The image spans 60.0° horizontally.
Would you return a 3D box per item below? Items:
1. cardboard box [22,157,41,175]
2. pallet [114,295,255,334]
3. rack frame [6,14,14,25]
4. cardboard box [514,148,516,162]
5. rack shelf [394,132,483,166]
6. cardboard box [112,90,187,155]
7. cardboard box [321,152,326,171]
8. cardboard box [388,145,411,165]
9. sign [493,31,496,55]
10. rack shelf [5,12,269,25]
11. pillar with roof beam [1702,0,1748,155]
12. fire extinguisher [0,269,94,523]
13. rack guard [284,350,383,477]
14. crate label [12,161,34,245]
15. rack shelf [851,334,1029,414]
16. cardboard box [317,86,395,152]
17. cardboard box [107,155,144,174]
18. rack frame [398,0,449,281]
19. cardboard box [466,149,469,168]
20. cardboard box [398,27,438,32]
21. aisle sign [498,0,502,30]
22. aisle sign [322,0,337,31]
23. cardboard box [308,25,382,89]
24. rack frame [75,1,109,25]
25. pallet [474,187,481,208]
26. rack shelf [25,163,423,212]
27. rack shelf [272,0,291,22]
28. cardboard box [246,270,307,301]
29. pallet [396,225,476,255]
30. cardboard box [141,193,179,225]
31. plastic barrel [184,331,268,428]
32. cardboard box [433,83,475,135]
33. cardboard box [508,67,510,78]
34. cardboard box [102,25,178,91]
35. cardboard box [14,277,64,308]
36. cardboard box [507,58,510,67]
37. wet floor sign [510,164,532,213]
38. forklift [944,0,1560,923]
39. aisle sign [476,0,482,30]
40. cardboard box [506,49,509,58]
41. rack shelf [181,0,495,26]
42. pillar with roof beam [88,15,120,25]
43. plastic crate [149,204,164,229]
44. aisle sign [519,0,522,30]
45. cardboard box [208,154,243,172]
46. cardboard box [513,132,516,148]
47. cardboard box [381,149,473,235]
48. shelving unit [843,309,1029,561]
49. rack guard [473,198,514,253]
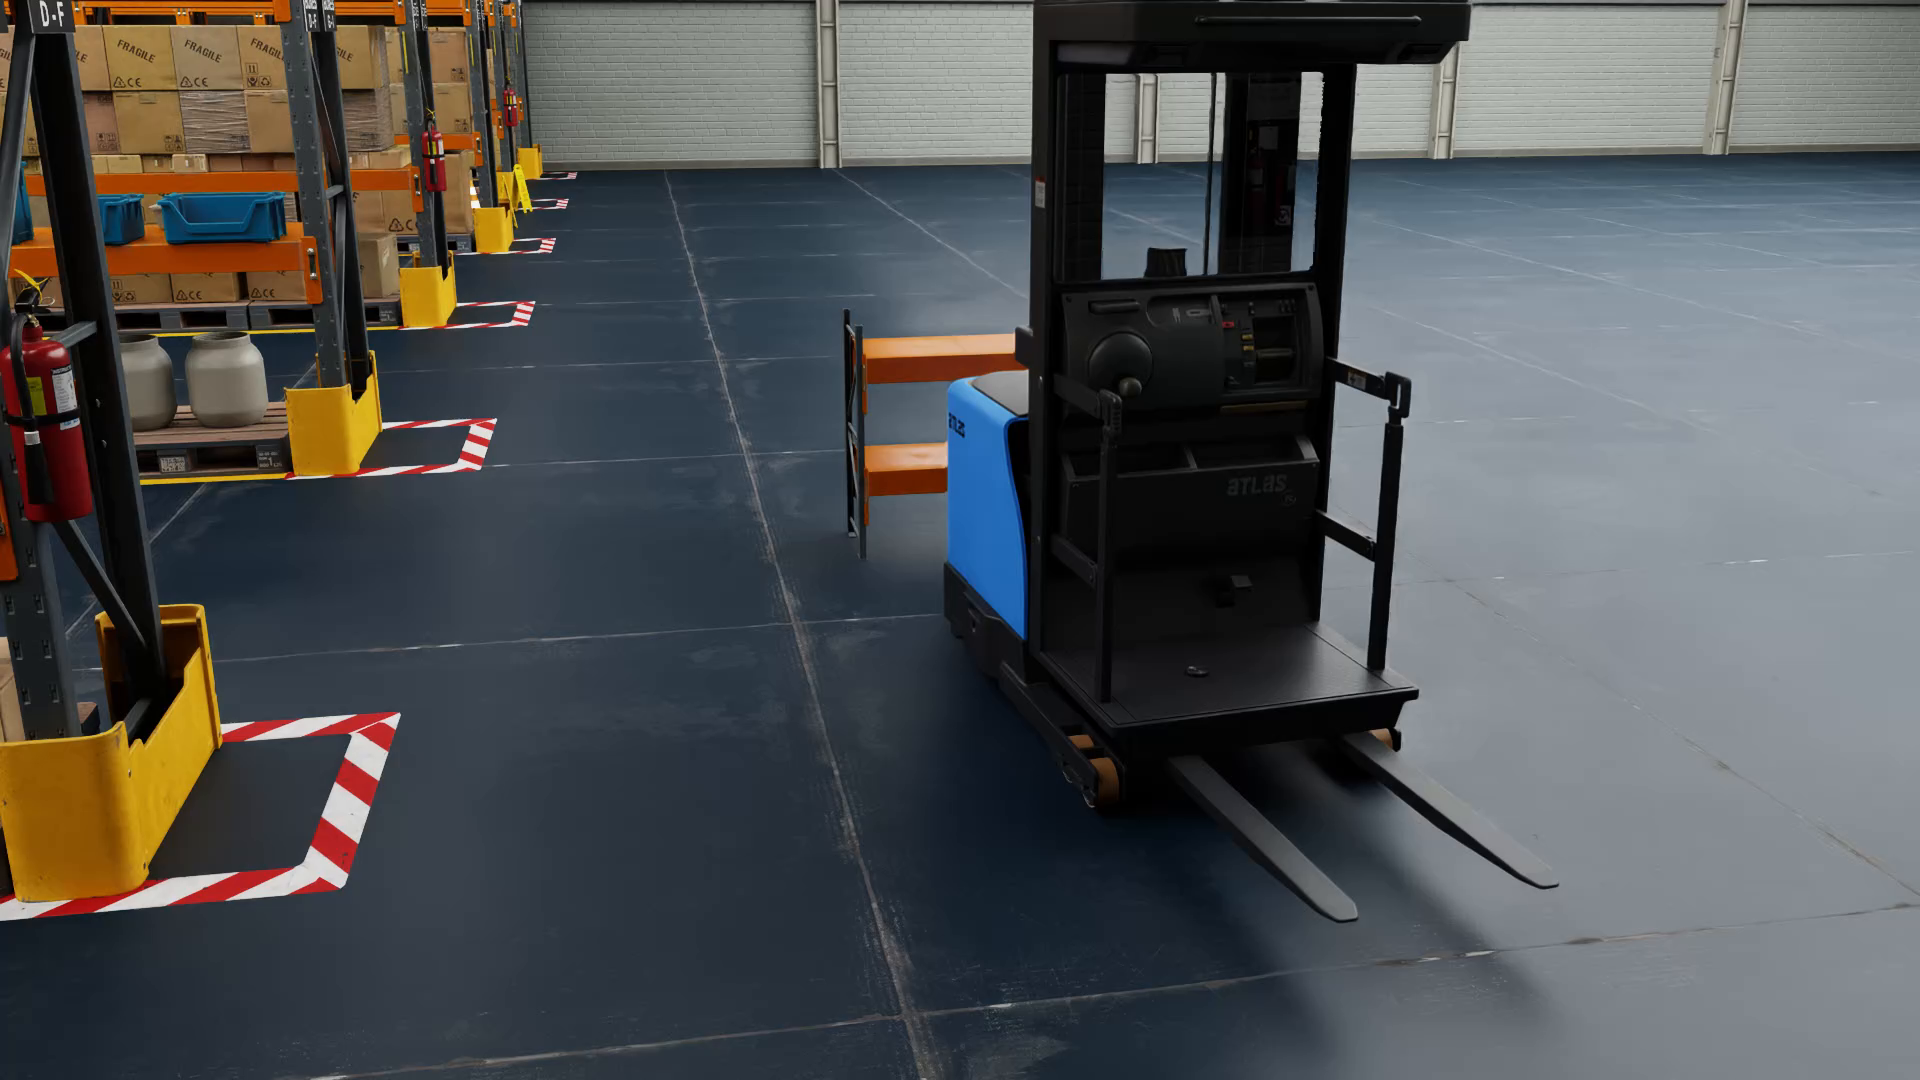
[{"bbox_3d":[-7.514,-3.044,13.460,0.250,0.149,0.380,-3,17,-10],"label":"cardboard box"},{"bbox_3d":[-6.661,-1.973,14.297,1.213,0.211,1.003,-3,17,-10],"label":"pallet"},{"bbox_3d":[-15.266,-7.254,26.742,0.127,3.000,1.000,-3,17,-10],"label":"rack frame"},{"bbox_3d":[-7.931,-6.615,28.629,0.500,0.250,0.500,-3,17,-10],"label":"cardboard box"},{"bbox_3d":[-7.392,-4.393,18.650,4.000,0.370,1.077,-3,17,-10],"label":"rack shelf"},{"bbox_3d":[-6.592,-3.477,13.768,0.500,0.500,0.875,-3,17,-10],"label":"cardboard box"},{"bbox_3d":[-5.308,-3.175,13.887,0.250,0.149,0.380,-3,17,-10],"label":"cardboard box"},{"bbox_3d":[-4.911,-3.345,14.443,0.250,0.149,0.380,-3,17,-10],"label":"cardboard box"},{"bbox_3d":[-6.381,-6.813,22.794,0.005,0.325,0.100,-3,17,-10],"label":"sign"},{"bbox_3d":[-13.303,-8.456,26.770,4.000,0.370,1.077,-3,17,-10],"label":"rack shelf"},{"bbox_3d":[16.115,-10.885,28.343,0.400,9.000,9.100,-3,17,-10],"label":"pillar with roof beam"},{"bbox_3d":[-2.507,-0.392,4.532,0.183,0.674,0.296,-3,17,-10],"label":"fire extinguisher"},{"bbox_3d":[-3.712,-0.772,9.894,0.348,0.500,1.175,-3,17,-10],"label":"rack guard"},{"bbox_3d":[-5.403,-1.821,8.992,0.616,0.435,0.502,-3,17,-10],"label":"crate label"},{"bbox_3d":[-0.007,-0.817,7.980,1.000,0.278,0.538,-3,17,-10],"label":"rack shelf"},{"bbox_3d":[-5.132,-3.580,14.101,0.500,0.500,0.875,-3,17,-10],"label":"cardboard box"},{"bbox_3d":[-6.775,-3.082,13.586,0.250,0.149,0.380,-3,17,-10],"label":"cardboard box"},{"bbox_3d":[-4.586,-3.412,14.234,0.127,3.000,1.000,-3,17,-10],"label":"rack frame"},{"bbox_3d":[-7.203,-5.394,23.377,0.500,0.500,0.500,-3,17,-10],"label":"cardboard box"},{"bbox_3d":[-7.425,-6.820,22.947,0.500,0.500,0.700,-3,17,-10],"label":"cardboard box"},{"bbox_3d":[-6.350,-7.432,22.892,0.004,0.787,0.394,-3,17,-10],"label":"aisle sign"},{"bbox_3d":[-3.632,-3.316,9.491,0.004,0.787,0.394,-3,17,-10],"label":"aisle sign"},{"bbox_3d":[-5.079,-3.979,13.697,0.500,0.500,0.500,-3,17,-10],"label":"cardboard box"},{"bbox_3d":[-9.355,-4.625,18.182,0.127,3.000,1.000,-3,17,-10],"label":"rack frame"},{"bbox_3d":[-7.345,-4.897,23.816,1.213,0.211,1.003,-3,17,-10],"label":"pallet"},{"bbox_3d":[-6.550,-2.957,13.977,4.000,0.370,1.077,-3,17,-10],"label":"rack shelf"},{"bbox_3d":[-5.610,-2.963,8.887,4.000,0.370,1.077,-3,17,-10],"label":"rack shelf"},{"bbox_3d":[-5.783,-2.345,14.301,0.500,0.500,0.500,1,17,4],"label":"cardboard box"},{"bbox_3d":[-6.198,-3.448,19.098,1.213,0.211,1.003,-3,17,-10],"label":"pallet"},{"bbox_3d":[-8.725,-3.825,18.481,0.875,0.875,0.875,-3,17,-10],"label":"cardboard box"},{"bbox_3d":[-4.278,-0.937,9.697,0.421,0.512,0.421,0,17,0],"label":"plastic barrel"},{"bbox_3d":[-5.784,-4.886,18.775,0.550,0.550,0.875,-3,17,-10],"label":"cardboard box"},{"bbox_3d":[-7.951,-7.800,28.349,0.500,0.500,0.500,-3,17,-9],"label":"cardboard box"},{"bbox_3d":[-6.553,-3.896,13.429,0.500,0.500,0.500,-3,17,-10],"label":"cardboard box"},{"bbox_3d":[-7.552,-2.240,13.960,0.500,0.500,0.500,2,17,7],"label":"cardboard box"},{"bbox_3d":[-7.794,-8.114,28.265,0.250,0.149,0.380,-4,17,-12],"label":"cardboard box"},{"bbox_3d":[-6.077,-4.846,22.911,0.232,0.644,0.267,3,17,9],"label":"wet floor sign"},{"bbox_3d":[0.851,-0.660,5.389,1.130,2.935,3.031,-5,18,-16],"label":"forklift"},{"bbox_3d":[-5.302,-6.008,18.257,0.004,0.787,0.394,-3,17,-10],"label":"aisle sign"},{"bbox_3d":[-7.782,-8.243,28.179,0.250,0.149,0.380,-4,17,-12],"label":"cardboard box"},{"bbox_3d":[-8.430,-7.248,22.837,4.000,0.370,1.077,-3,17,-10],"label":"rack shelf"},{"bbox_3d":[-13.341,-9.214,22.903,0.400,9.000,9.100,-3,17,-10],"label":"pillar with roof beam"},{"bbox_3d":[-4.586,-1.902,9.763,0.250,0.136,0.298,-3,17,-10],"label":"plastic crate"},{"bbox_3d":[-7.291,-8.862,27.547,0.004,0.787,0.394,-3,17,-10],"label":"aisle sign"},{"bbox_3d":[-6.051,-3.143,13.783,0.250,0.149,0.380,-3,17,-10],"label":"cardboard box"},{"bbox_3d":[-7.913,-6.859,28.571,0.500,0.250,0.500,-3,17,-9],"label":"cardboard box"},{"bbox_3d":[-6.081,-3.976,18.973,0.875,0.875,0.875,-3,17,-10],"label":"cardboard box"},{"bbox_3d":[-0.007,-0.537,8.066,1.048,1.125,0.538,-3,17,-10],"label":"shelving unit"},{"bbox_3d":[-5.404,-3.654,19.279,0.348,0.500,1.175,-3,17,-10],"label":"rack guard"}]
